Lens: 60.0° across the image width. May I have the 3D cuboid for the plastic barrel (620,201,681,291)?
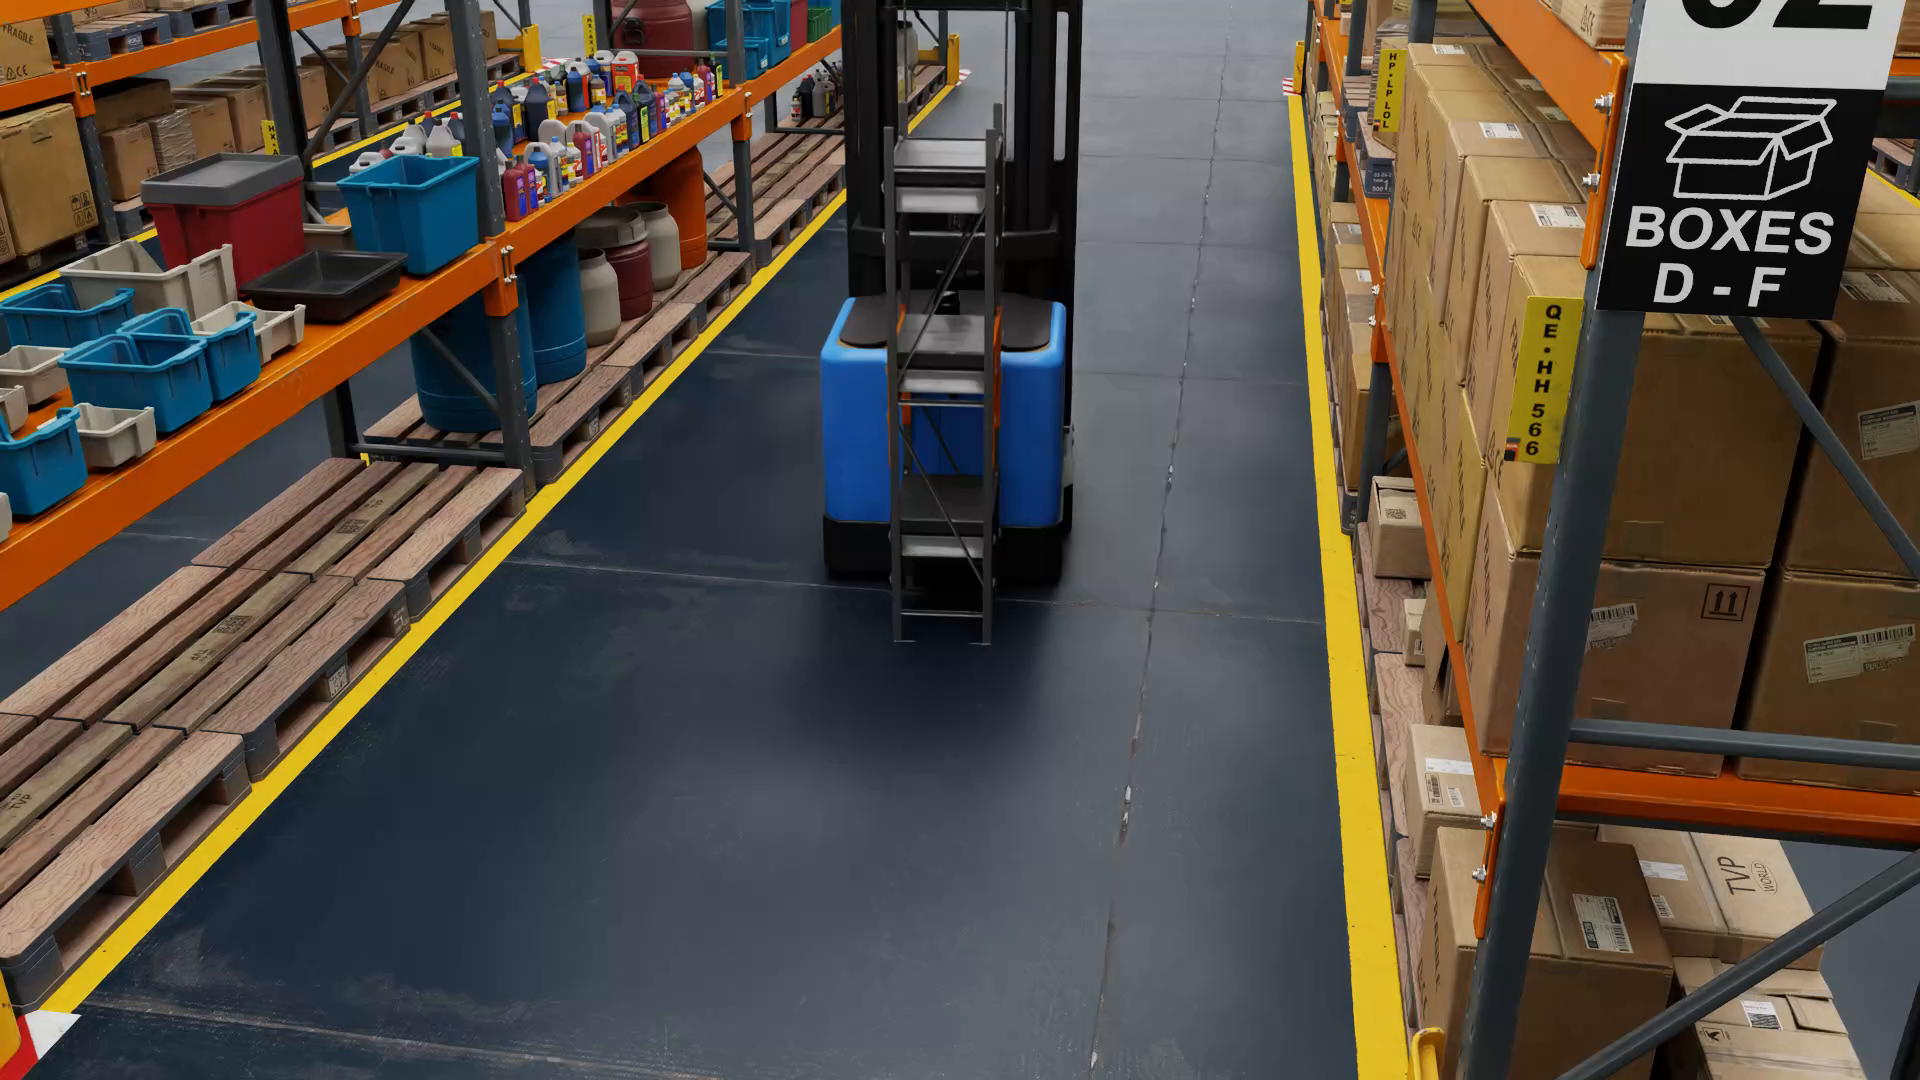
[{"bbox_3d":[-2.014,-1.887,10.682,0.421,0.512,0.421,0,25,0],"label":"plastic barrel"}]

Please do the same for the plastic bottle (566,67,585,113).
[{"bbox_3d":[-2.398,-2.811,10.368,0.097,0.271,0.097,0,25,0],"label":"plastic bottle"}]

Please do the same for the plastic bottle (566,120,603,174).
[{"bbox_3d":[-1.997,-2.097,8.838,0.152,0.276,0.135,4,25,9],"label":"plastic bottle"}]

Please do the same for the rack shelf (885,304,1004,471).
[{"bbox_3d":[-0.055,-0.611,6.612,0.431,0.518,0.480,2,25,4],"label":"rack shelf"}]

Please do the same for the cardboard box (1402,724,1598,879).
[{"bbox_3d":[1.663,0.825,5.173,0.500,0.250,0.500,4,25,9],"label":"cardboard box"}]

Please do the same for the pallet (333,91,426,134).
[{"bbox_3d":[-6.104,-4.308,16.705,1.003,0.211,1.213,4,25,9],"label":"pallet"}]

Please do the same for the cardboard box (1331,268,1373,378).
[{"bbox_3d":[2.336,-1.176,9.154,0.500,0.500,0.500,3,25,7],"label":"cardboard box"}]

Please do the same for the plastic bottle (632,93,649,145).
[{"bbox_3d":[-1.830,-2.409,9.496,0.061,0.283,0.133,4,25,9],"label":"plastic bottle"}]

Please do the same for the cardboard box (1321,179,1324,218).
[{"bbox_3d":[2.951,-2.535,12.375,0.500,0.250,0.500,5,25,10],"label":"cardboard box"}]

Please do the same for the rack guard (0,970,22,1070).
[{"bbox_3d":[-3.245,1.217,4.560,1.175,0.500,0.348,4,25,9],"label":"rack guard"}]

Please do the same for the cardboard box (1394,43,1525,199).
[{"bbox_3d":[1.931,-1.575,6.278,0.500,0.500,0.500,5,25,10],"label":"cardboard box"}]

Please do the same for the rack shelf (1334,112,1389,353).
[{"bbox_3d":[2.613,-1.765,8.830,1.077,0.370,4.000,4,25,9],"label":"rack shelf"}]

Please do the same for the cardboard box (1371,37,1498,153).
[{"bbox_3d":[2.514,-2.233,8.368,0.700,0.500,0.500,-2,25,-5],"label":"cardboard box"}]

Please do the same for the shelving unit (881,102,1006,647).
[{"bbox_3d":[-0.055,-0.624,6.606,0.431,2.100,0.503,2,25,4],"label":"shelving unit"}]

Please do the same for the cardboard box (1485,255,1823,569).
[{"bbox_3d":[1.434,-0.284,3.522,0.500,0.500,0.500,4,25,8],"label":"cardboard box"}]

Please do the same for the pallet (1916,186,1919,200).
[{"bbox_3d":[8.355,-2.670,13.204,1.003,0.211,1.213,4,25,9],"label":"pallet"}]

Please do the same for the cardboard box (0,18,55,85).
[{"bbox_3d":[-6.669,-3.437,11.436,0.500,0.500,0.500,5,26,10],"label":"cardboard box"}]

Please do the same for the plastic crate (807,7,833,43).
[{"bbox_3d":[-1.299,-4.101,13.223,0.450,0.188,0.662,4,25,9],"label":"plastic crate"}]

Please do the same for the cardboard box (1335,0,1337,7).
[{"bbox_3d":[3.740,-5.052,14.887,0.700,0.500,0.500,4,25,8],"label":"cardboard box"}]

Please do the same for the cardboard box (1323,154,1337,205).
[{"bbox_3d":[2.861,-2.580,11.810,0.500,0.311,0.500,4,25,8],"label":"cardboard box"}]

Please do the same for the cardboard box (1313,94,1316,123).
[{"bbox_3d":[3.545,-3.962,15.425,0.500,0.250,0.500,4,25,9],"label":"cardboard box"}]

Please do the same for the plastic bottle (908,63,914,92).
[{"bbox_3d":[-0.508,-4.738,17.019,0.061,0.283,0.133,5,25,10],"label":"plastic bottle"}]

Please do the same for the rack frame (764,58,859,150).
[{"bbox_3d":[-1.293,-4.945,14.776,1.000,3.000,0.127,4,25,9],"label":"rack frame"}]

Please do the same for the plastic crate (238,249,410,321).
[{"bbox_3d":[-2.518,-1.015,6.633,0.437,0.125,0.590,4,25,9],"label":"plastic crate"}]

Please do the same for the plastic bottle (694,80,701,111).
[{"bbox_3d":[-1.682,-2.799,10.425,0.097,0.201,0.097,0,25,0],"label":"plastic bottle"}]

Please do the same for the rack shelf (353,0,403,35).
[{"bbox_3d":[-5.852,-5.799,17.448,1.077,0.370,4.000,4,25,9],"label":"rack shelf"}]

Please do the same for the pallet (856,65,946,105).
[{"bbox_3d":[-0.743,-4.980,18.141,1.003,0.211,1.213,4,25,9],"label":"pallet"}]

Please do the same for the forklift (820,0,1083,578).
[{"bbox_3d":[0.027,-1.752,8.035,1.130,2.935,3.031,2,25,4],"label":"forklift"}]

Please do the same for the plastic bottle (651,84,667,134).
[{"bbox_3d":[-1.778,-2.542,9.780,0.061,0.283,0.133,4,25,9],"label":"plastic bottle"}]

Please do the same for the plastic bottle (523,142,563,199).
[{"bbox_3d":[-2.089,-1.863,8.338,0.152,0.276,0.135,4,25,9],"label":"plastic bottle"}]

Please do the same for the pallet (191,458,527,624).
[{"bbox_3d":[-2.682,-0.026,7.556,1.003,0.211,1.213,4,25,9],"label":"pallet"}]

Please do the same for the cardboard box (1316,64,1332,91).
[{"bbox_3d":[3.547,-4.302,15.266,0.500,0.500,0.500,4,25,9],"label":"cardboard box"}]

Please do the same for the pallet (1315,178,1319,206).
[{"bbox_3d":[3.512,-3.026,13.966,1.003,0.211,1.213,4,25,9],"label":"pallet"}]

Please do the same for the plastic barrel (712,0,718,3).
[{"bbox_3d":[-1.920,-3.944,12.505,0.421,0.512,0.421,0,25,0],"label":"plastic barrel"}]

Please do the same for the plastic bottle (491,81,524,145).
[{"bbox_3d":[-2.593,-2.444,9.492,0.144,0.351,0.185,4,25,9],"label":"plastic bottle"}]

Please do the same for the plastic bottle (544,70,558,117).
[{"bbox_3d":[-2.516,-2.717,10.155,0.061,0.283,0.133,4,25,9],"label":"plastic bottle"}]

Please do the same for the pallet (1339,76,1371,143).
[{"bbox_3d":[2.898,-2.552,9.890,1.213,0.211,1.003,4,25,9],"label":"pallet"}]

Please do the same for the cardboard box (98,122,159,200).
[{"bbox_3d":[-6.743,-2.964,12.973,0.700,0.500,0.500,3,25,6],"label":"cardboard box"}]

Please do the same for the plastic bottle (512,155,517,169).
[{"bbox_3d":[-2.215,-1.830,8.355,0.097,0.201,0.097,0,25,0],"label":"plastic bottle"}]

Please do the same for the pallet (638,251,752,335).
[{"bbox_3d":[-2.034,-1.676,11.082,1.003,0.211,1.213,4,25,9],"label":"pallet"}]

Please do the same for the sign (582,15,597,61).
[{"bbox_3d":[-2.490,-3.381,11.242,0.100,0.325,0.005,4,25,9],"label":"sign"}]

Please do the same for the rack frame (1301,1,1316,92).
[{"bbox_3d":[4.247,-6.273,17.613,1.000,3.000,0.127,4,25,9],"label":"rack frame"}]

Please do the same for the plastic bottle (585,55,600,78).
[{"bbox_3d":[-2.382,-3.008,10.790,0.097,0.271,0.097,0,25,0],"label":"plastic bottle"}]

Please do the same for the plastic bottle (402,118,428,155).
[{"bbox_3d":[-2.773,-1.984,8.508,0.144,0.351,0.185,4,25,9],"label":"plastic bottle"}]

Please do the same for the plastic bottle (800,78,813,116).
[{"bbox_3d":[-1.472,-4.234,15.862,0.144,0.351,0.185,3,25,7],"label":"plastic bottle"}]

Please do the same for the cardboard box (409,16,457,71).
[{"bbox_3d":[-5.708,-5.506,18.429,0.500,0.500,0.500,11,27,22],"label":"cardboard box"}]

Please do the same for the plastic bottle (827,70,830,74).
[{"bbox_3d":[-1.315,-4.659,16.865,0.097,0.271,0.097,0,25,0],"label":"plastic bottle"}]

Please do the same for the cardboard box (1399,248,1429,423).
[{"bbox_3d":[1.769,-0.682,5.550,0.500,0.500,0.500,4,25,8],"label":"cardboard box"}]

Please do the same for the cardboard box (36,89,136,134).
[{"bbox_3d":[-6.753,-3.304,12.815,0.500,0.250,0.500,5,26,11],"label":"cardboard box"}]

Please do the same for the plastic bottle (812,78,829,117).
[{"bbox_3d":[-1.330,-4.224,15.841,0.144,0.351,0.185,4,25,9],"label":"plastic bottle"}]

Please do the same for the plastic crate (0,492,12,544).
[{"bbox_3d":[-2.755,-0.042,4.543,0.250,0.136,0.298,4,25,9],"label":"plastic crate"}]
